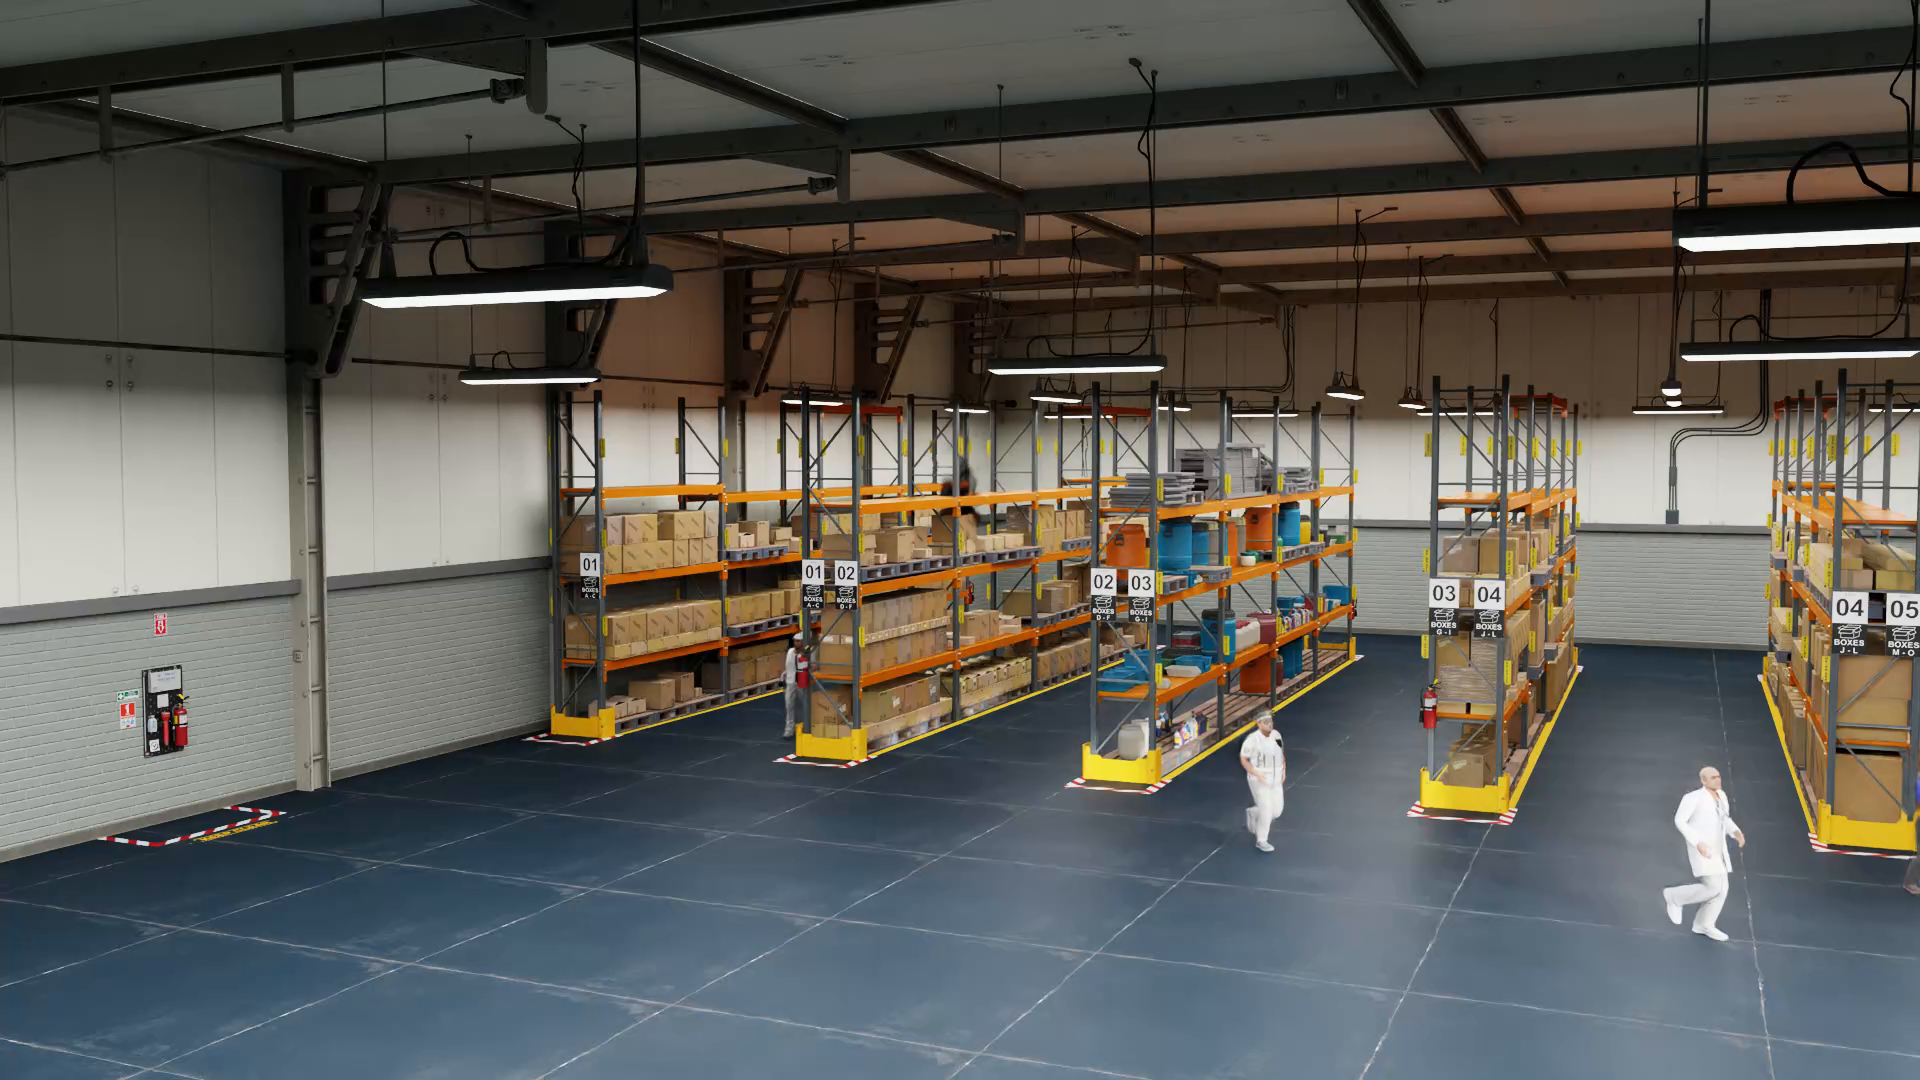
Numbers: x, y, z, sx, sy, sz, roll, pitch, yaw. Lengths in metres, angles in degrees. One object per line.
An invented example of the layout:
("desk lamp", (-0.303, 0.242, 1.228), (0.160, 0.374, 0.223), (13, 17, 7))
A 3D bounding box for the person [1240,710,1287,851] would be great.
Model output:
("person", (3.786, 2.984, 20.836), (0.675, 1.751, 0.665), (-2, 4, -27))

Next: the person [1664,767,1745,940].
("person", (7.685, 3.193, 17.080), (0.705, 1.750, 0.624), (-2, 4, -30))

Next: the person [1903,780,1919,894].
("person", (10.846, 3.168, 18.416), (0.593, 1.607, 0.736), (-1, 3, -11))

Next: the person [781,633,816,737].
("person", (-2.804, 2.497, 28.891), (0.691, 1.762, 0.994), (1, 3, 21))
